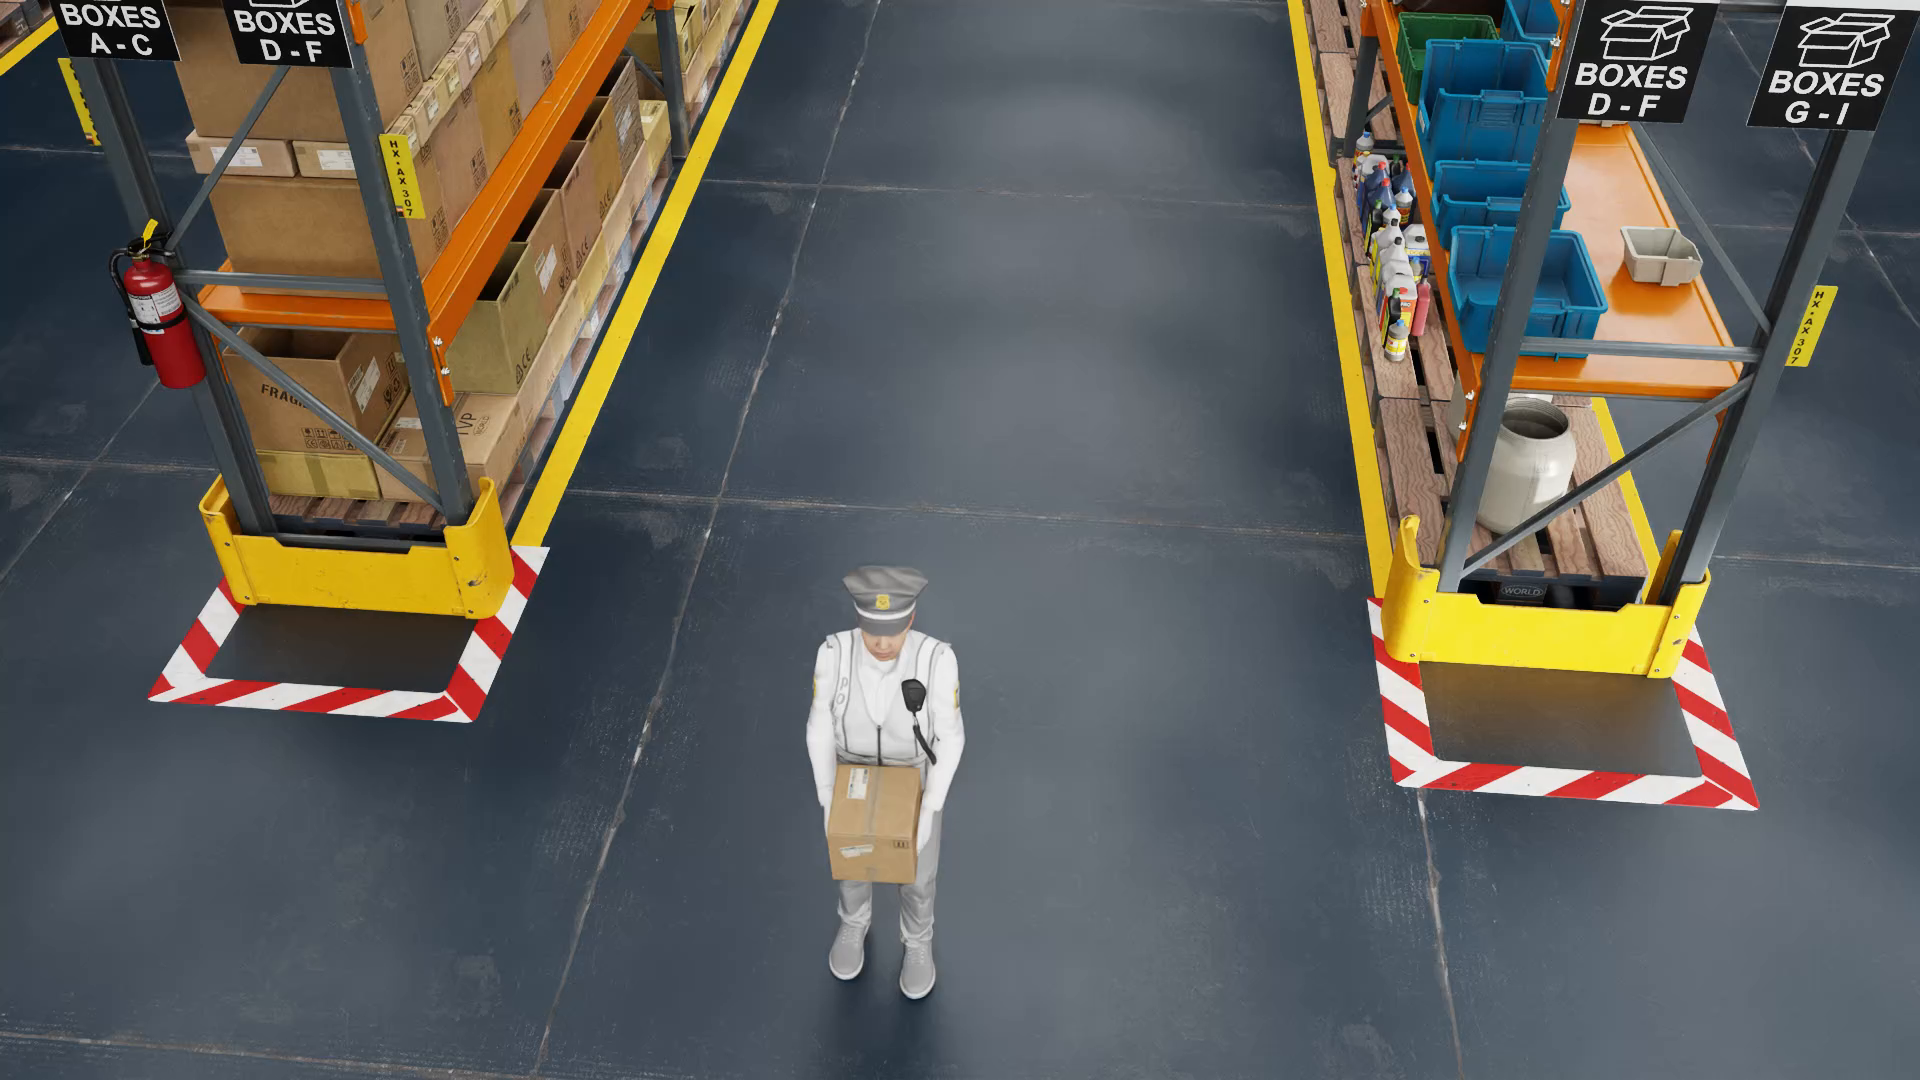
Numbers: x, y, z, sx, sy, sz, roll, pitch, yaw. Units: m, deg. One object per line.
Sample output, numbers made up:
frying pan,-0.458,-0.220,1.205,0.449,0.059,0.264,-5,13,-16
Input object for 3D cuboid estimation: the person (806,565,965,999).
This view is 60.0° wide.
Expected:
person,-0.233,0.800,5.189,0.489,1.692,0.489,3,40,3
